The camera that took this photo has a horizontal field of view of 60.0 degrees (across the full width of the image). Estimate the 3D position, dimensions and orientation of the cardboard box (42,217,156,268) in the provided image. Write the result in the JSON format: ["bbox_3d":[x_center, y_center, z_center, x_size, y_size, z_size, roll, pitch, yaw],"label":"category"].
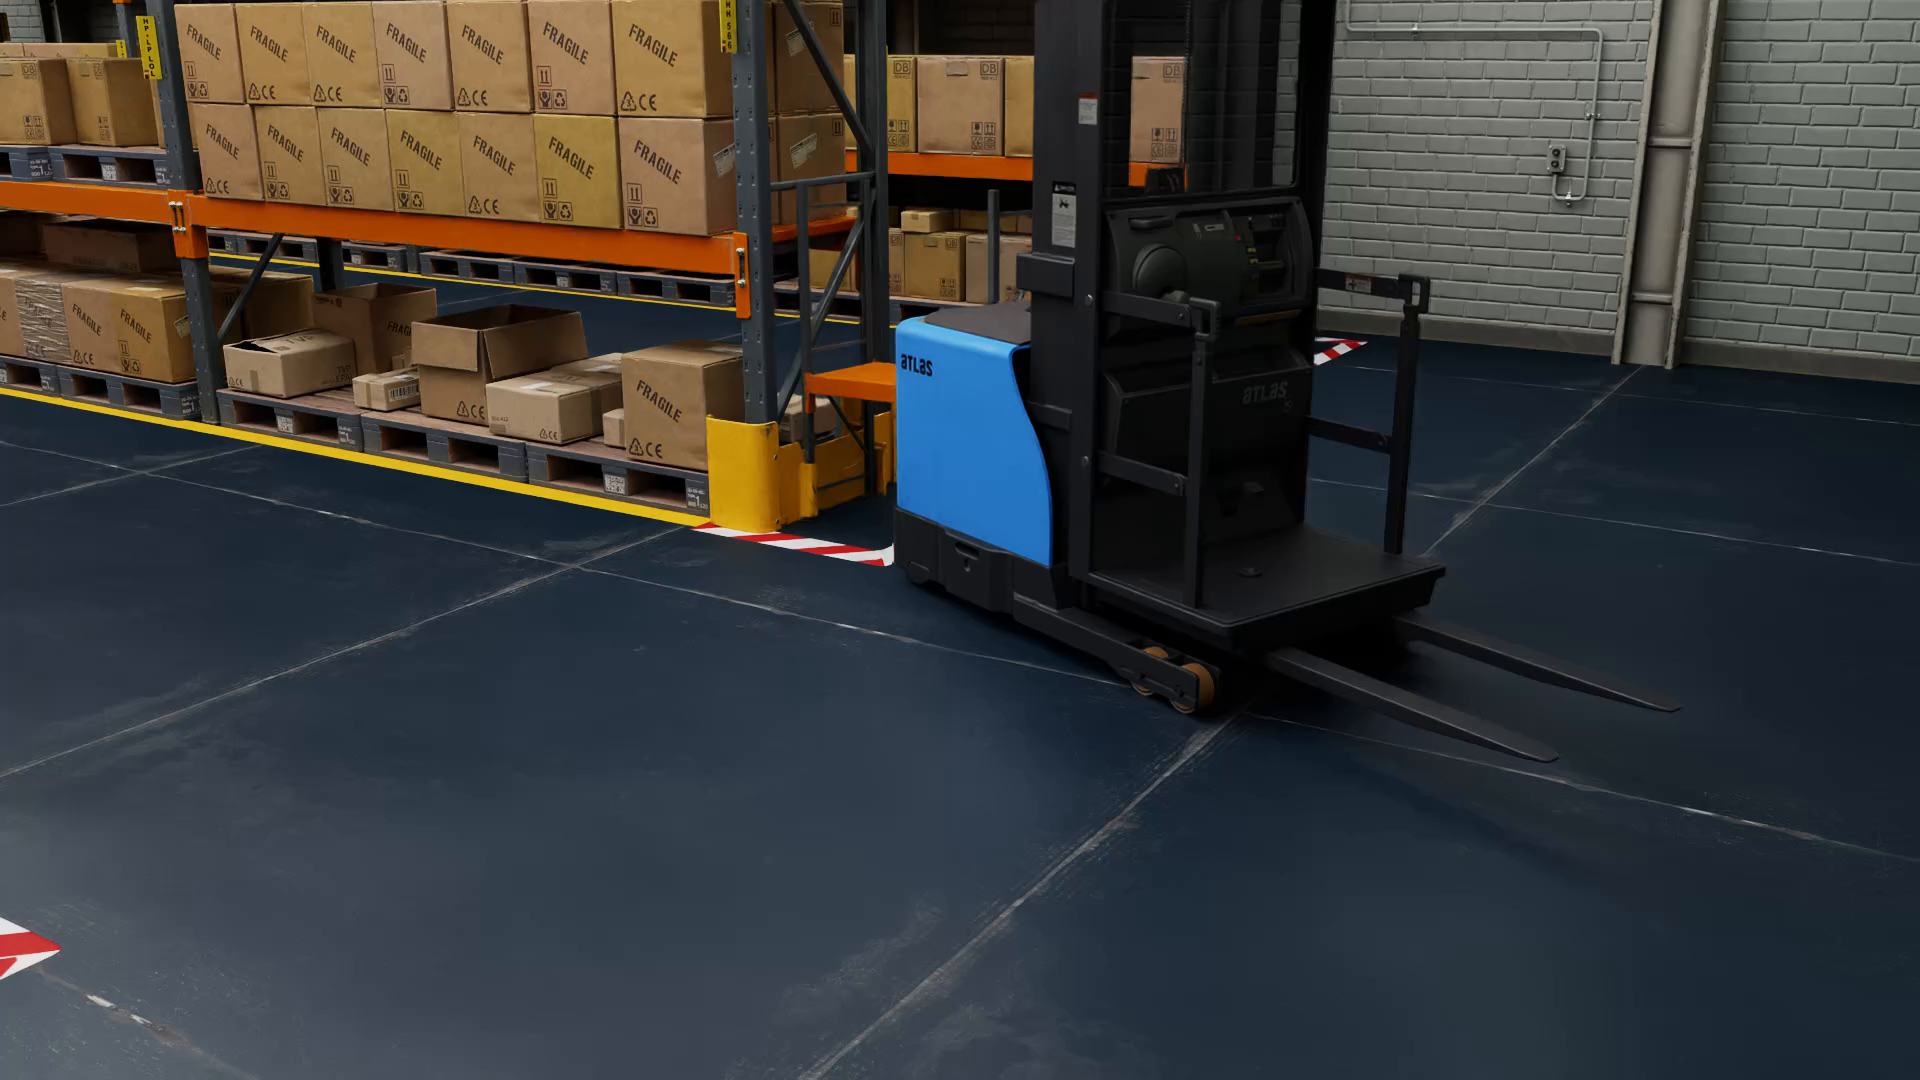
[{"bbox_3d":[-5.626,-1.959,10.925,0.500,0.250,0.500,10,19,29],"label":"cardboard box"}]

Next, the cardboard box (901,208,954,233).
[{"bbox_3d":[-0.247,-2.451,12.751,0.250,0.149,0.380,9,19,28],"label":"cardboard box"}]

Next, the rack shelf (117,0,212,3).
[{"bbox_3d":[-6.585,-5.455,16.256,4.000,0.370,1.077,10,20,30],"label":"rack shelf"}]

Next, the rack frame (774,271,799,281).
[{"bbox_3d":[-1.472,-3.451,13.583,0.127,3.000,1.000,10,20,30],"label":"rack frame"}]

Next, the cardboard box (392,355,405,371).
[{"bbox_3d":[-3.076,-1.012,9.699,0.250,0.149,0.380,10,20,30],"label":"cardboard box"}]

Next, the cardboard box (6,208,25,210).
[{"bbox_3d":[-10.669,-3.986,19.213,0.500,0.311,0.500,12,21,35],"label":"cardboard box"}]

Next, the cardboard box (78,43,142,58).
[{"bbox_3d":[-8.854,-4.960,17.483,0.500,0.500,0.500,10,20,30],"label":"cardboard box"}]

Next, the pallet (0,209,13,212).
[{"bbox_3d":[-10.959,-3.799,19.523,1.213,0.211,1.003,10,20,30],"label":"pallet"}]

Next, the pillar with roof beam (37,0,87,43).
[{"bbox_3d":[-12.901,-7.189,15.564,0.400,9.000,9.100,10,20,30],"label":"pillar with roof beam"}]

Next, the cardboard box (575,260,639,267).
[{"bbox_3d":[-2.853,-2.825,14.496,0.750,0.750,0.750,11,20,32],"label":"cardboard box"}]

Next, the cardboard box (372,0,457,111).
[{"bbox_3d":[-2.489,-2.374,8.143,0.500,0.500,0.500,11,20,32],"label":"cardboard box"}]

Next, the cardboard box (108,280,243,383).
[{"bbox_3d":[-4.632,-1.243,9.855,0.500,0.500,0.500,10,20,30],"label":"cardboard box"}]

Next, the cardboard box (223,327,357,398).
[{"bbox_3d":[-3.817,-1.031,9.482,0.500,0.311,0.500,10,20,30],"label":"cardboard box"}]

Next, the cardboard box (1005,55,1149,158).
[{"bbox_3d":[0.871,-3.170,12.138,0.700,0.700,0.980,10,20,30],"label":"cardboard box"}]

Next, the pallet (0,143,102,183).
[{"bbox_3d":[-5.810,-2.446,10.603,1.213,0.211,1.003,10,20,30],"label":"pallet"}]

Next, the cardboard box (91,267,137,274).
[{"bbox_3d":[-5.228,-1.529,10.796,0.500,0.500,0.500,10,20,31],"label":"cardboard box"}]

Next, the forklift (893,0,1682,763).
[{"bbox_3d":[1.001,-0.989,5.593,1.130,2.935,3.031,-12,21,-34],"label":"forklift"}]

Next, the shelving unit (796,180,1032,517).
[{"bbox_3d":[-0.142,-0.826,7.446,1.083,1.500,0.587,10,18,33],"label":"shelving unit"}]

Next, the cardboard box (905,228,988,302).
[{"bbox_3d":[-0.026,-2.161,12.914,0.500,0.500,0.700,11,20,31],"label":"cardboard box"}]

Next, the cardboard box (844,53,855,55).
[{"bbox_3d":[-1.018,-3.508,13.254,0.700,0.700,0.980,10,20,31],"label":"cardboard box"}]

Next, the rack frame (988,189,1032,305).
[{"bbox_3d":[0.270,-0.756,7.173,0.032,1.500,0.500,10,18,33],"label":"rack frame"}]

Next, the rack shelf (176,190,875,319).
[{"bbox_3d":[-2.357,-1.576,8.645,4.000,0.370,1.077,10,20,30],"label":"rack shelf"}]

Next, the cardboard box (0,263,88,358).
[{"bbox_3d":[-5.910,-1.473,10.613,0.500,0.500,0.500,9,19,28],"label":"cardboard box"}]

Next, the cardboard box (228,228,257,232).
[{"bbox_3d":[-7.186,-3.509,17.315,0.500,0.500,0.700,10,19,29],"label":"cardboard box"}]

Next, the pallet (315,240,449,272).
[{"bbox_3d":[-5.546,-2.845,16.383,1.213,0.211,1.003,10,20,30],"label":"pallet"}]

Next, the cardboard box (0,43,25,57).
[{"bbox_3d":[-10.149,-5.193,18.249,0.500,0.500,0.500,11,20,32],"label":"cardboard box"}]

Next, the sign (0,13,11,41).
[{"bbox_3d":[-11.390,-6.116,19.820,0.005,0.325,0.100,10,20,30],"label":"sign"}]

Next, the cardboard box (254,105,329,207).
[{"bbox_3d":[-3.332,-2.050,8.796,0.500,0.500,0.500,11,20,31],"label":"cardboard box"}]

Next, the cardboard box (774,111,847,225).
[{"bbox_3d":[-0.893,-1.796,7.961,0.500,0.500,0.500,11,20,31],"label":"cardboard box"}]

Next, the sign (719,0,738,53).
[{"bbox_3d":[-0.960,-2.186,6.882,0.005,0.325,0.100,10,20,30],"label":"sign"}]

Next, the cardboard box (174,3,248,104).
[{"bbox_3d":[-3.807,-2.609,8.917,0.500,0.500,0.500,11,20,31],"label":"cardboard box"}]

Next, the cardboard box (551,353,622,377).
[{"bbox_3d":[-1.820,-0.815,8.879,0.500,0.250,0.500,10,20,30],"label":"cardboard box"}]

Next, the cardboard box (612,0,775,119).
[{"bbox_3d":[-1.176,-2.141,7.378,0.500,0.500,0.500,10,20,30],"label":"cardboard box"}]

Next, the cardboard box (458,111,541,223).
[{"bbox_3d":[-2.043,-1.819,8.038,0.500,0.500,0.500,10,20,30],"label":"cardboard box"}]

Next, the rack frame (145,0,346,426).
[{"bbox_3d":[-4.061,-2.224,9.542,0.127,3.000,1.000,10,20,30],"label":"rack frame"}]

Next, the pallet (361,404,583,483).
[{"bbox_3d":[-2.433,-0.600,8.992,1.213,0.211,1.003,10,20,30],"label":"pallet"}]

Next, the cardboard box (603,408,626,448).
[{"bbox_3d":[-1.543,-0.576,8.234,0.250,0.166,0.380,10,20,30],"label":"cardboard box"}]

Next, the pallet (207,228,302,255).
[{"bbox_3d":[-7.625,-3.216,17.605,1.213,0.211,1.003,10,20,30],"label":"pallet"}]

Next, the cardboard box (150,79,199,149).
[{"bbox_3d":[-4.348,-2.600,9.886,0.500,0.500,0.700,4,17,12],"label":"cardboard box"}]

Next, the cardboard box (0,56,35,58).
[{"bbox_3d":[-6.195,-2.827,10.632,0.500,0.500,0.700,15,22,40],"label":"cardboard box"}]

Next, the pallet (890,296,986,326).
[{"bbox_3d":[0.179,-1.797,12.933,1.213,0.211,1.003,10,20,30],"label":"pallet"}]

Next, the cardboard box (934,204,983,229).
[{"bbox_3d":[-0.018,-2.541,13.046,0.250,0.149,0.380,10,20,31],"label":"cardboard box"}]

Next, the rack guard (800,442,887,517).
[{"bbox_3d":[-0.550,-0.291,7.878,0.087,0.250,0.587,10,18,33],"label":"rack guard"}]

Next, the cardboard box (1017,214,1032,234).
[{"bbox_3d":[0.637,-2.424,12.663,0.250,0.149,0.380,10,20,31],"label":"cardboard box"}]
